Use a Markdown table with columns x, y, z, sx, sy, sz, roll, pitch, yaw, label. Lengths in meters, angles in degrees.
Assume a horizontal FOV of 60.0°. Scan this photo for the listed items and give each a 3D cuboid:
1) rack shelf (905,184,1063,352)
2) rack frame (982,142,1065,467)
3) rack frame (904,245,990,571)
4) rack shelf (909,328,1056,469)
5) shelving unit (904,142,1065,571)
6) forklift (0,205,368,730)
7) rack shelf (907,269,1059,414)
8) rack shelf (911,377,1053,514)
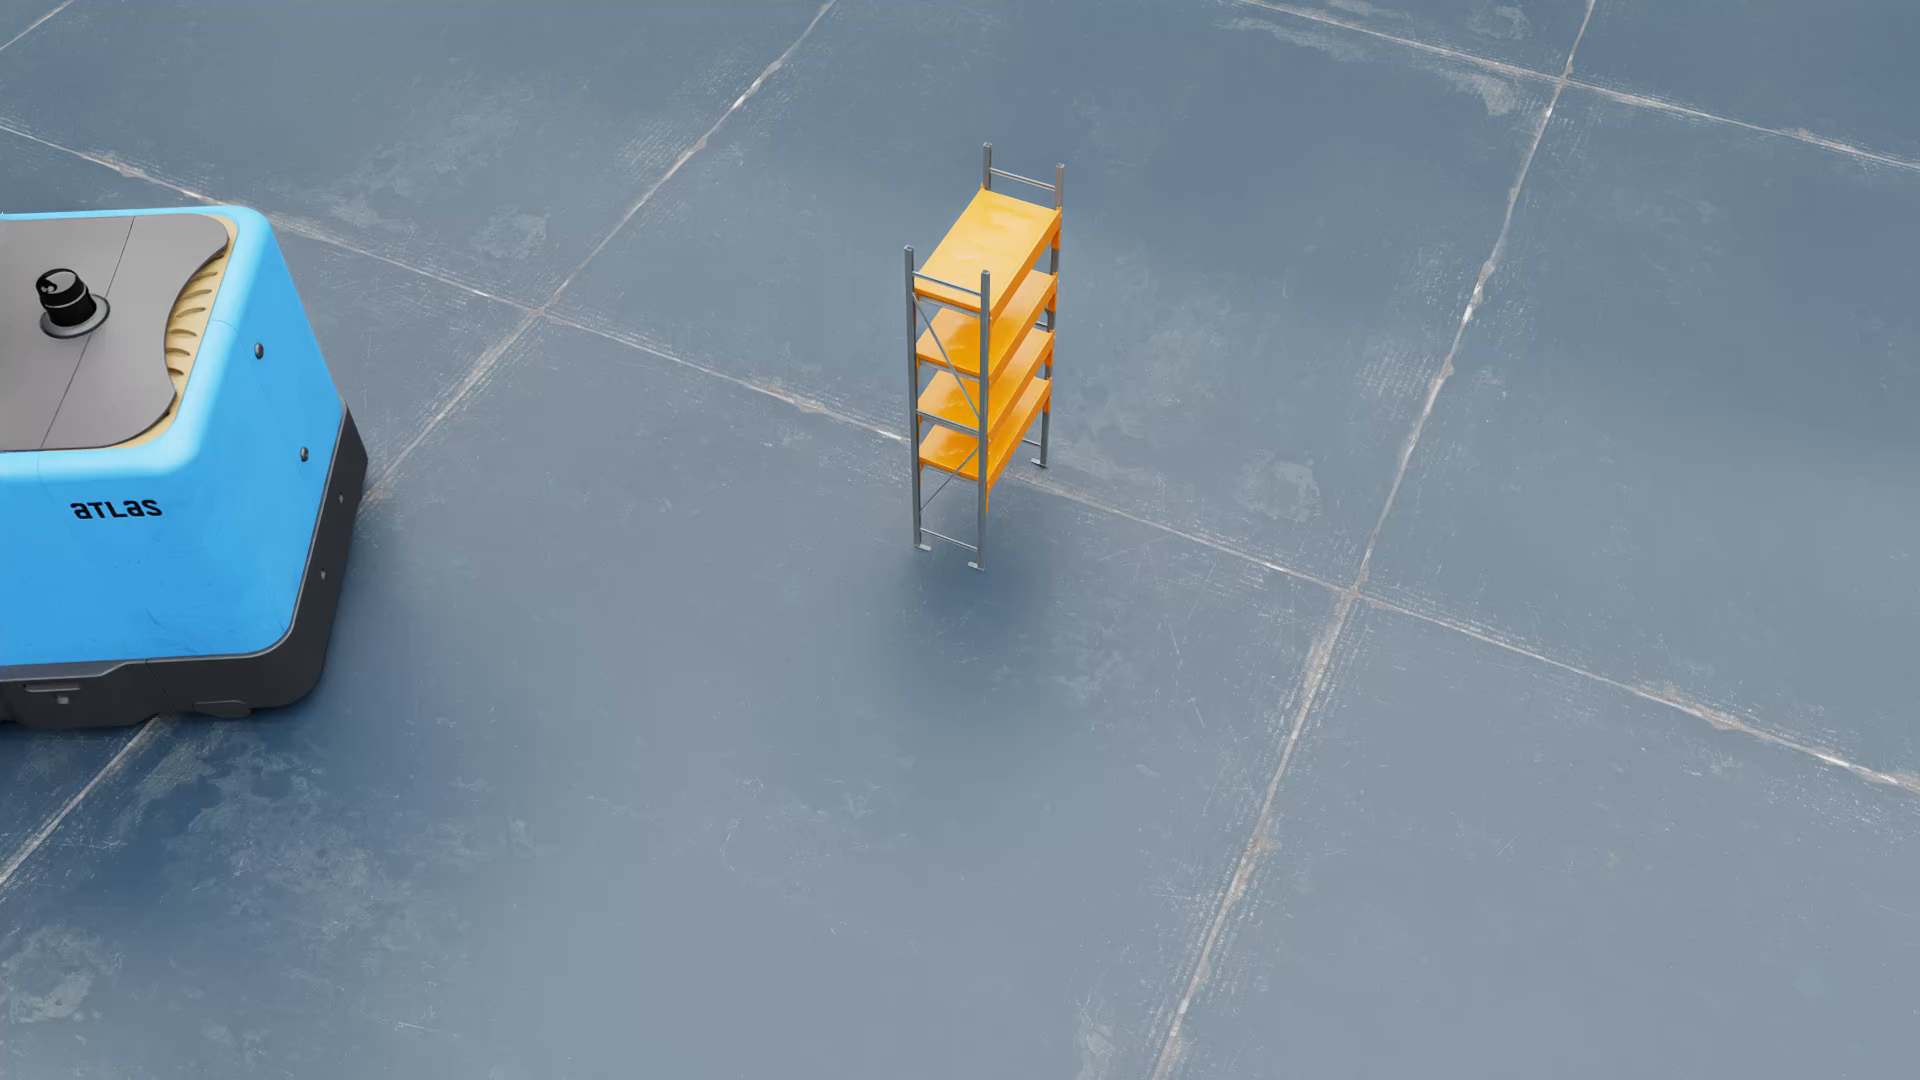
| x | y | z | sx | sy | sz | roll | pitch | yaw | label |
| --- | --- | --- | --- | --- | --- | --- | --- | --- | --- |
| 0.071 | -0.757 | 4.591 | 0.258 | 0.148 | 0.480 | 20 | 52 | 16 | rack shelf |
| 0.175 | -0.671 | 5.033 | 0.240 | 1.200 | 0.015 | 20 | 52 | 16 | rack frame |
| -0.034 | -0.335 | 4.747 | 0.240 | 1.200 | 0.015 | 20 | 52 | 16 | rack frame |
| 0.071 | -0.459 | 4.941 | 0.258 | 0.148 | 0.480 | 20 | 52 | 16 | rack shelf |
| 0.071 | -0.503 | 4.890 | 0.258 | 1.200 | 0.503 | 20 | 52 | 16 | shelving unit |
| -3.396 | -0.757 | 3.970 | 3.031 | 2.935 | 1.130 | -3 | 50 | -2 | forklift |
| 0.071 | -0.604 | 4.771 | 0.258 | 0.148 | 0.480 | 20 | 52 | 16 | rack shelf |
| 0.071 | -0.331 | 5.092 | 0.258 | 0.148 | 0.480 | 20 | 52 | 16 | rack shelf |
